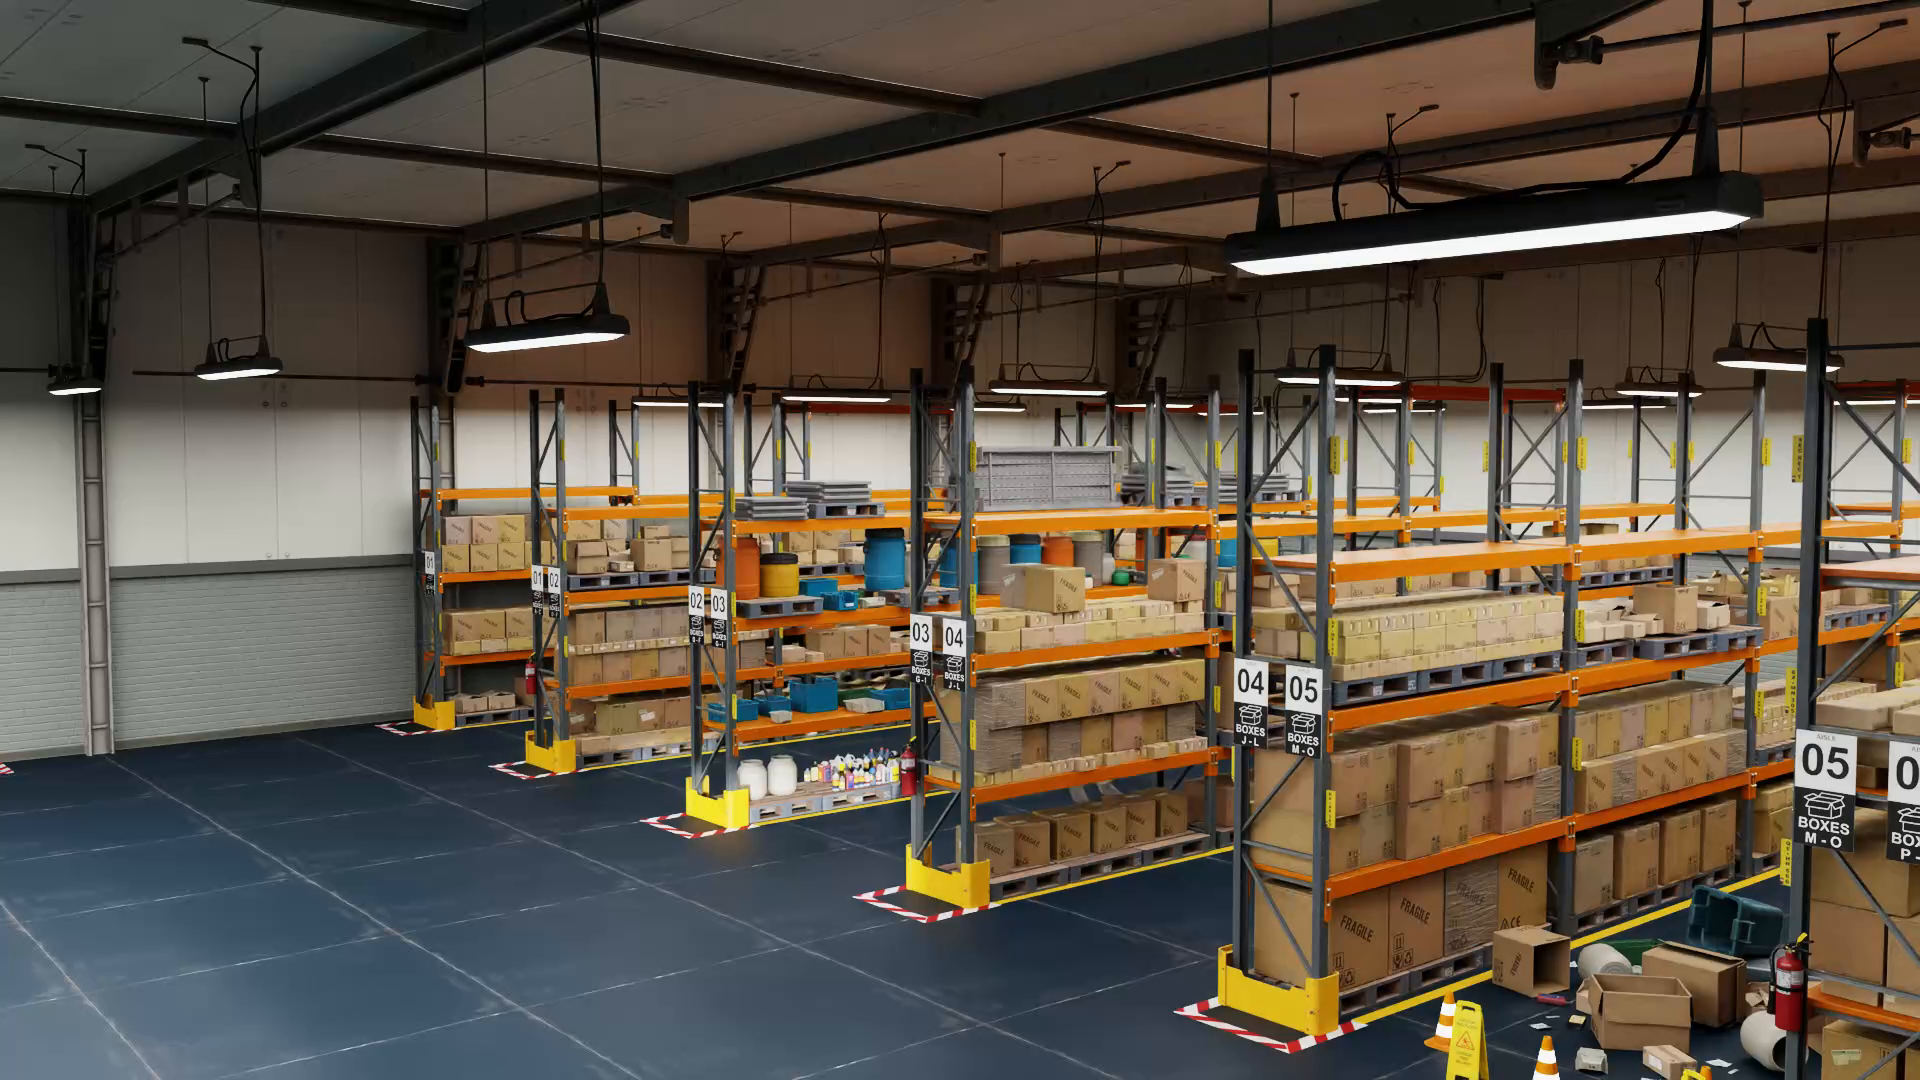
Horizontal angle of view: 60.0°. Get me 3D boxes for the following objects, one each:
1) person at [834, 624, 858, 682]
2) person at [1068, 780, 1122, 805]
[{"bbox_3d":[-2.256,2.457,32.834,0.605,1.643,0.777,0,3,7],"label":"person"},{"bbox_3d":[1.829,3.074,22.570,1.240,1.558,0.692,-1,4,-19],"label":"person"}]
